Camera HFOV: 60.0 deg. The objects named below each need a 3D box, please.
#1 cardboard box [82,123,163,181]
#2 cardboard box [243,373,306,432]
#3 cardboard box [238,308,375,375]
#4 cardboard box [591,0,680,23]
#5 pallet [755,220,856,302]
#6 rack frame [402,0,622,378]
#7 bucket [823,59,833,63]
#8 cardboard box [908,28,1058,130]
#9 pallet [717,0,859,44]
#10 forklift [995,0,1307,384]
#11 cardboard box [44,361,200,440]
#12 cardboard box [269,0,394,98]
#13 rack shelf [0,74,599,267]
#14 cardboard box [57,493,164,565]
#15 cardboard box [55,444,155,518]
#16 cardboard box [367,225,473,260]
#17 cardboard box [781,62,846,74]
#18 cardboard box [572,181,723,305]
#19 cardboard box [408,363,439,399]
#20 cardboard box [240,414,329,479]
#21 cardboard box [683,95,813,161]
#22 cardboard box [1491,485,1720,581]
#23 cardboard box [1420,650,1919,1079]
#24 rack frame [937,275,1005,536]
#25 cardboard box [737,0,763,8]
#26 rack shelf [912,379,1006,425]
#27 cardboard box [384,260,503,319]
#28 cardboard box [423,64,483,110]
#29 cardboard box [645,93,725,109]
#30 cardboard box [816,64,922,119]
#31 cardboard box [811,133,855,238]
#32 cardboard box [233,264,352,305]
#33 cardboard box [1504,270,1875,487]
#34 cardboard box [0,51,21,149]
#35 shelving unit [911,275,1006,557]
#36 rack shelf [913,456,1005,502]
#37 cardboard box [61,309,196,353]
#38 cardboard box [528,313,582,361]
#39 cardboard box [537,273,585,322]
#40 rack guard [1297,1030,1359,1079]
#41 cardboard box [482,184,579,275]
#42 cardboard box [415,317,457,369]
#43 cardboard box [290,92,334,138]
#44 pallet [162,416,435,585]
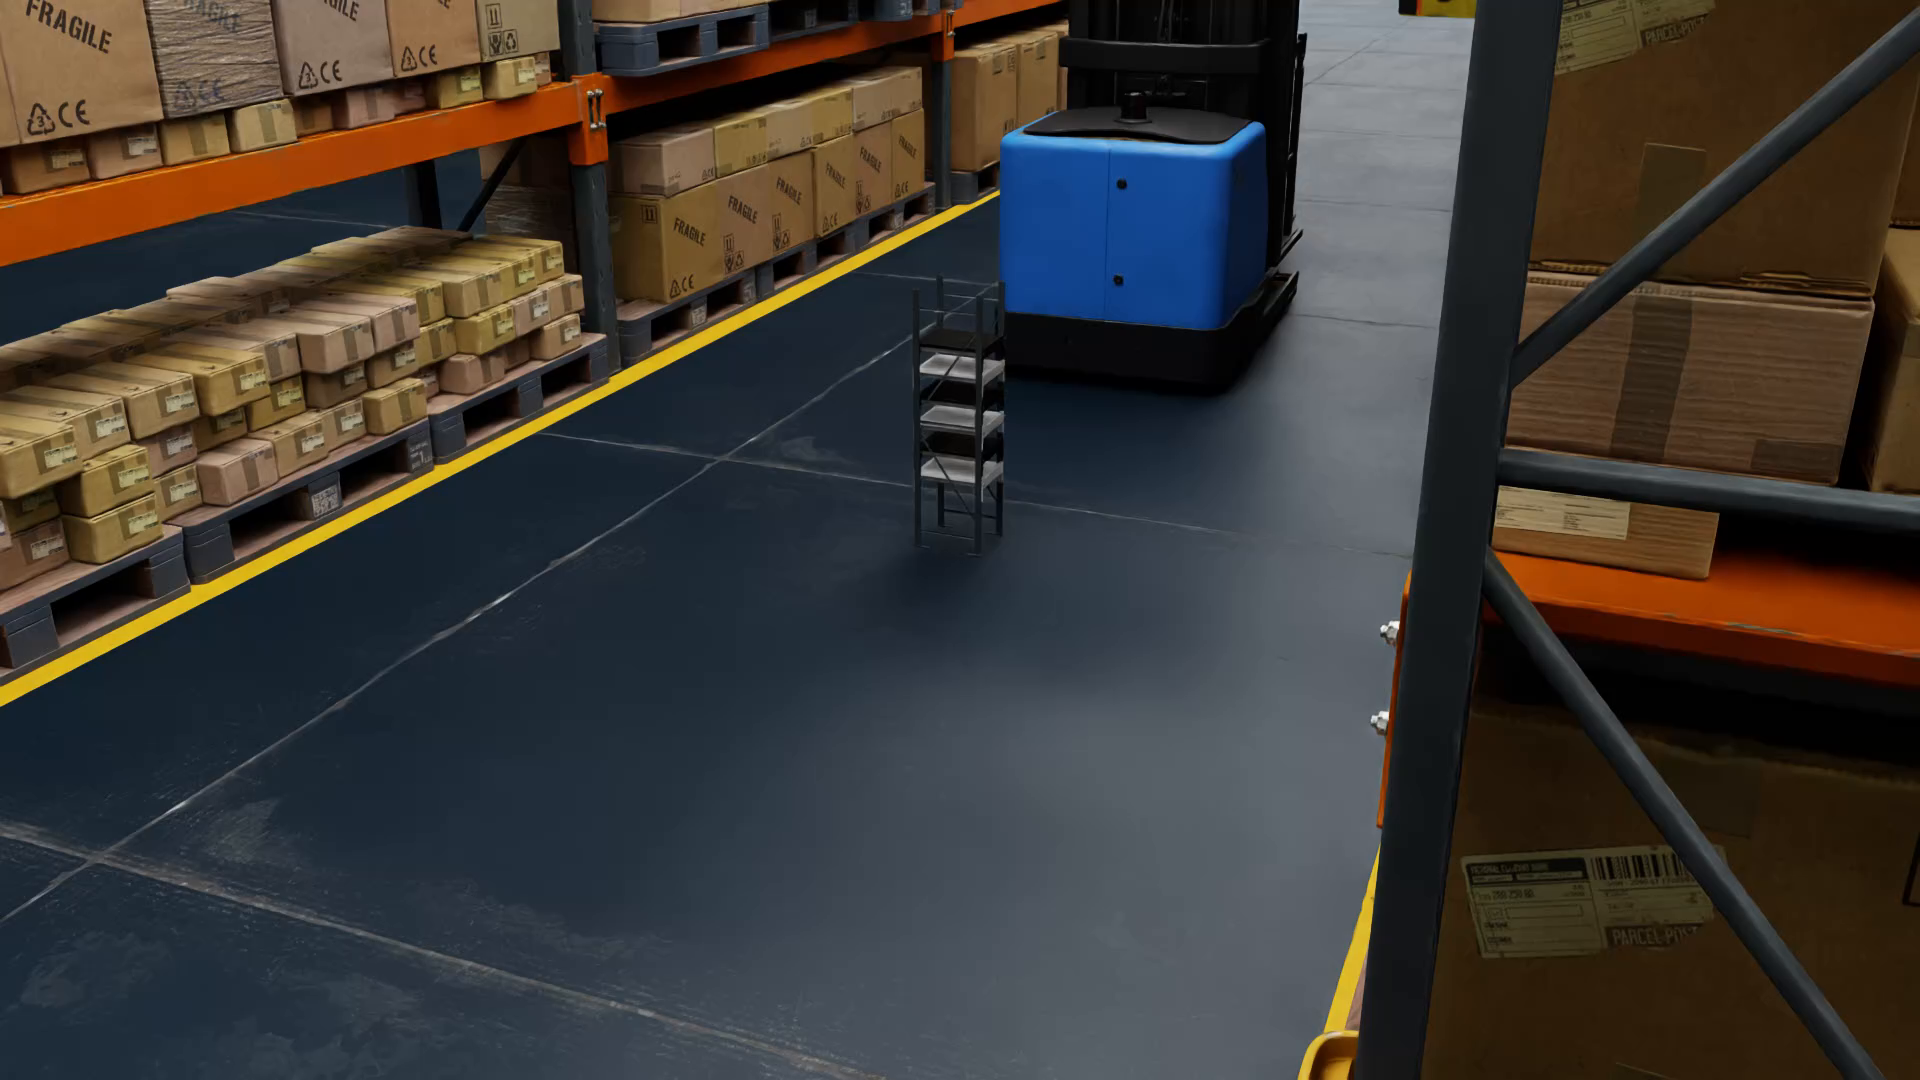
[{"bbox_3d":[-2.674,-1.200,5.056,0.380,0.149,0.250,8,24,19],"label":"cardboard box"},{"bbox_3d":[-2.541,-0.510,5.848,0.380,0.149,0.250,10,25,23],"label":"cardboard box"},{"bbox_3d":[-2.336,-0.713,5.948,0.380,0.149,0.250,8,24,18],"label":"cardboard box"},{"bbox_3d":[-1.456,-2.355,7.278,0.380,0.149,0.250,8,24,18],"label":"cardboard box"},{"bbox_3d":[-1.290,-1.632,9.384,1.003,0.211,1.213,9,24,20],"label":"pallet"},{"bbox_3d":[-2.029,-2.202,7.130,1.000,3.000,0.127,9,24,20],"label":"rack frame"},{"bbox_3d":[-1.148,-4.635,15.229,0.726,0.611,0.620,19,39,38],"label":"bucket"},{"bbox_3d":[0.088,-3.308,12.151,1.050,0.750,0.750,9,24,21],"label":"cardboard box"},{"bbox_3d":[-1.241,-2.831,8.884,1.003,0.211,1.213,9,24,20],"label":"pallet"},{"bbox_3d":[1.136,-2.565,8.089,1.130,2.935,3.031,8,24,18],"label":"forklift"},{"bbox_3d":[-2.675,-0.449,5.314,0.380,0.149,0.250,10,25,22],"label":"cardboard box"},{"bbox_3d":[-2.327,-1.809,5.672,0.500,0.500,0.500,9,24,20],"label":"cardboard box"},{"bbox_3d":[-2.772,-1.154,5.556,1.077,0.370,4.000,9,24,20],"label":"rack shelf"},{"bbox_3d":[-2.720,-0.062,5.160,0.380,0.149,0.250,9,24,21],"label":"cardboard box"},{"bbox_3d":[-2.723,-0.203,5.113,0.380,0.149,0.250,10,25,22],"label":"cardboard box"},{"bbox_3d":[-2.350,-1.261,7.260,0.380,0.149,0.250,10,25,22],"label":"cardboard box"},{"bbox_3d":[-1.025,-2.808,10.306,0.500,0.250,0.500,8,24,18],"label":"cardboard box"},{"bbox_3d":[-1.509,-1.469,8.073,0.500,0.500,0.500,10,25,22],"label":"cardboard box"},{"bbox_3d":[-2.282,-0.630,6.520,0.380,0.149,0.250,8,24,19],"label":"cardboard box"},{"bbox_3d":[-2.461,-0.346,5.841,0.380,0.149,0.250,9,24,20],"label":"cardboard box"},{"bbox_3d":[-1.121,-2.188,8.822,0.500,0.250,0.500,10,25,22],"label":"cardboard box"},{"bbox_3d":[0.879,-0.083,2.383,0.380,0.149,0.250,9,24,21],"label":"cardboard box"},{"bbox_3d":[1.216,0.522,2.821,0.875,0.875,0.875,9,24,20],"label":"cardboard box"},{"bbox_3d":[0.035,-0.449,5.657,0.240,0.900,0.006,9,24,20],"label":"rack frame"},{"bbox_3d":[-1.168,-2.634,7.945,0.380,0.149,0.250,9,24,21],"label":"cardboard box"},{"bbox_3d":[-0.003,-0.465,5.548,0.258,0.077,0.200,9,24,20],"label":"rack shelf"},{"bbox_3d":[-2.064,-1.003,6.642,0.380,0.149,0.250,9,24,20],"label":"cardboard box"},{"bbox_3d":[-2.067,-1.756,6.387,0.380,0.149,0.250,10,25,22],"label":"cardboard box"},{"bbox_3d":[-1.601,-2.264,9.005,0.500,0.250,0.500,8,24,18],"label":"cardboard box"},{"bbox_3d":[-0.554,-2.738,10.138,0.500,0.250,0.500,8,24,19],"label":"cardboard box"},{"bbox_3d":[-0.923,-2.024,9.402,0.500,0.500,0.500,8,24,18],"label":"cardboard box"},{"bbox_3d":[-2.631,-0.977,6.580,0.380,0.149,0.250,8,24,19],"label":"cardboard box"},{"bbox_3d":[0.986,-0.304,2.395,0.500,0.250,0.500,8,24,19],"label":"cardboard box"},{"bbox_3d":[-2.917,-1.270,4.384,0.500,0.500,0.500,9,24,20],"label":"cardboard box"},{"bbox_3d":[-0.003,-0.412,5.570,0.258,0.900,0.210,9,24,20],"label":"shelving unit"},{"bbox_3d":[-0.003,-0.215,5.652,0.258,0.077,0.200,9,24,20],"label":"rack shelf"},{"bbox_3d":[-2.954,-0.706,5.930,0.380,0.149,0.250,9,24,20],"label":"cardboard box"},{"bbox_3d":[-1.859,-0.891,7.146,0.380,0.149,0.250,9,24,21],"label":"cardboard box"},{"bbox_3d":[-1.851,-1.059,7.163,0.380,0.149,0.250,9,24,21],"label":"cardboard box"},{"bbox_3d":[1.043,1.138,2.378,1.175,0.500,0.348,9,24,20],"label":"rack guard"},{"bbox_3d":[-1.988,-1.543,8.252,0.500,0.500,0.500,8,24,19],"label":"cardboard box"},{"bbox_3d":[-2.208,-0.787,6.510,0.380,0.149,0.250,9,24,21],"label":"cardboard box"},{"bbox_3d":[-2.403,-1.482,5.732,0.380,0.149,0.250,8,24,19],"label":"cardboard box"},{"bbox_3d":[-2.698,-0.232,6.031,1.003,0.211,1.213,9,24,20],"label":"pallet"}]
